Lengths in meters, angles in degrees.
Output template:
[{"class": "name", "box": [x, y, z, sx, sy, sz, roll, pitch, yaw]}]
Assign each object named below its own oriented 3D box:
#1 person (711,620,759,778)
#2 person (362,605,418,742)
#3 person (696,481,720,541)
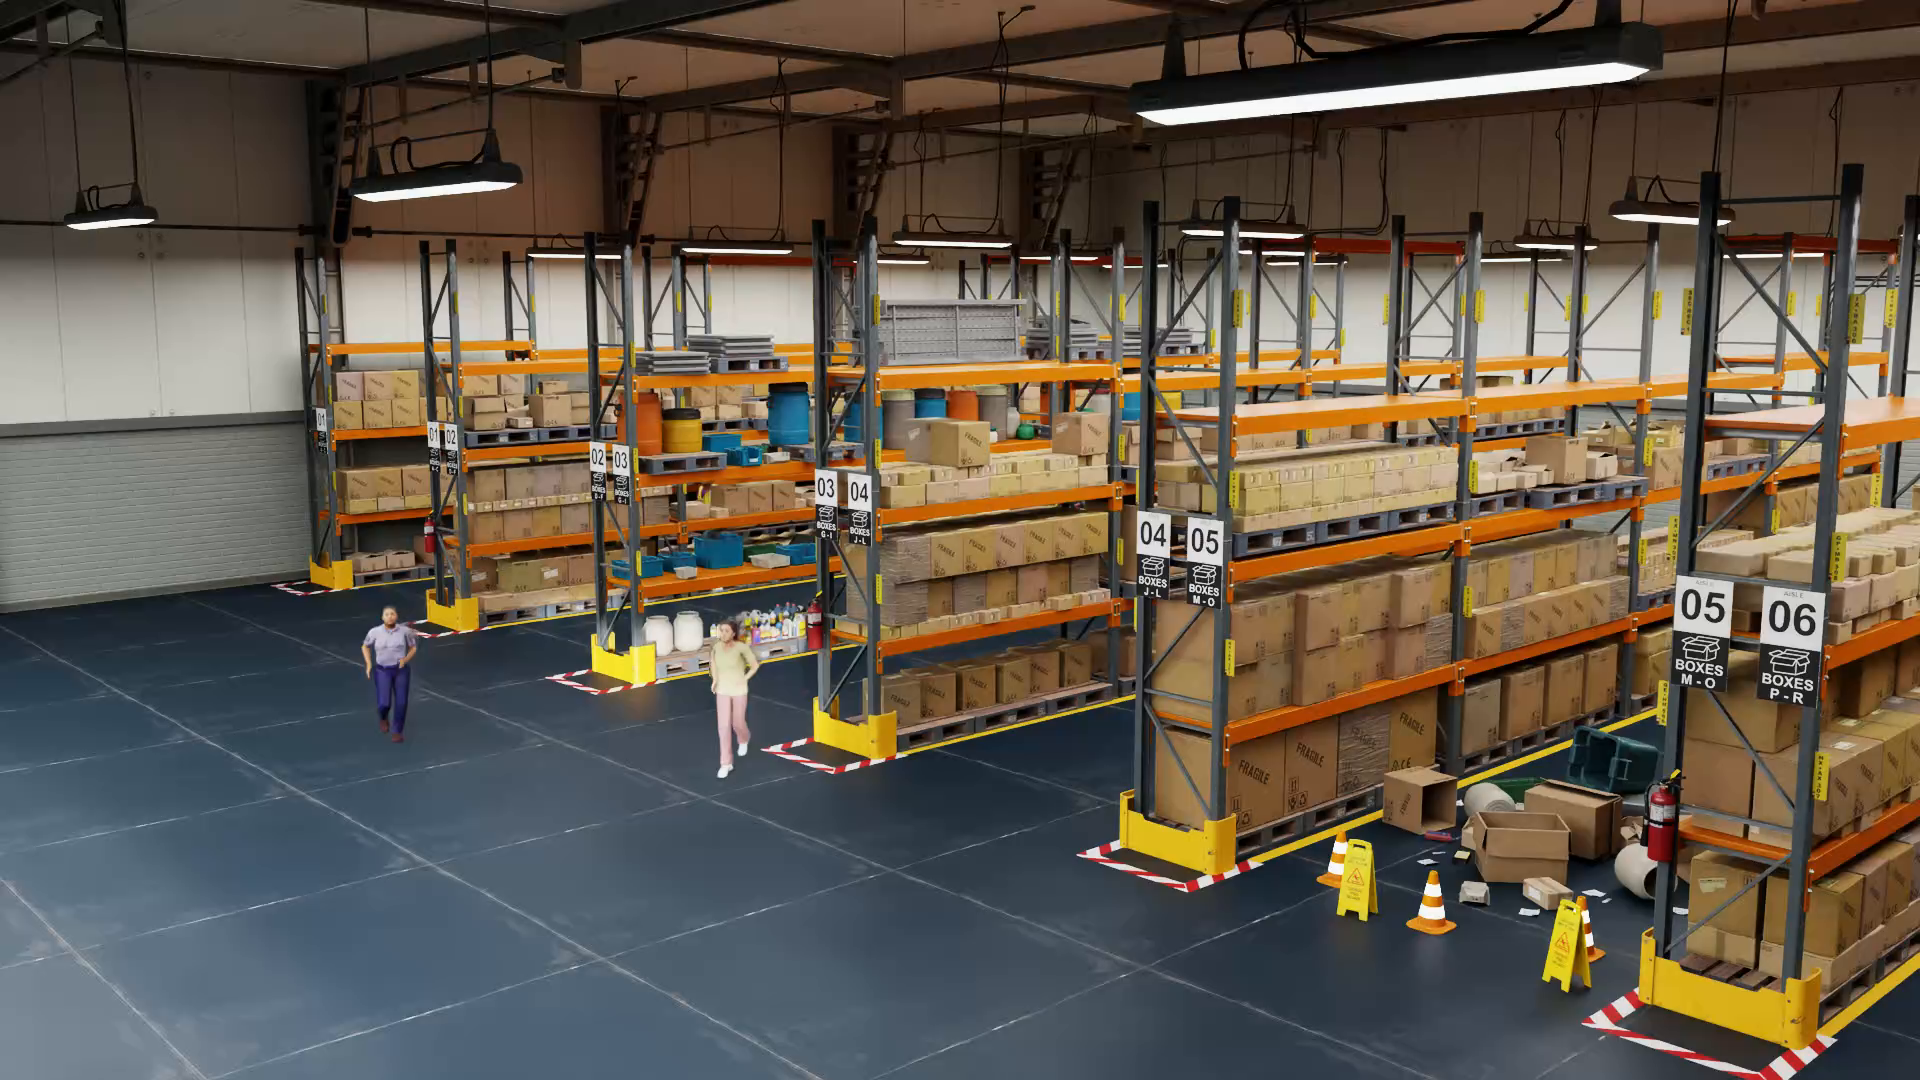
[{"class": "person", "box": [-2.466, 1.677, 18.175, 0.576, 1.673, 0.882, 1, 8, 8]}, {"class": "person", "box": [-6.597, 1.560, 19.298, 0.604, 1.605, 0.541, -3, 9, -22]}, {"class": "person", "box": [-4.838, -0.442, 32.256, 0.640, 1.796, 0.890, 8, 11, 43]}]
